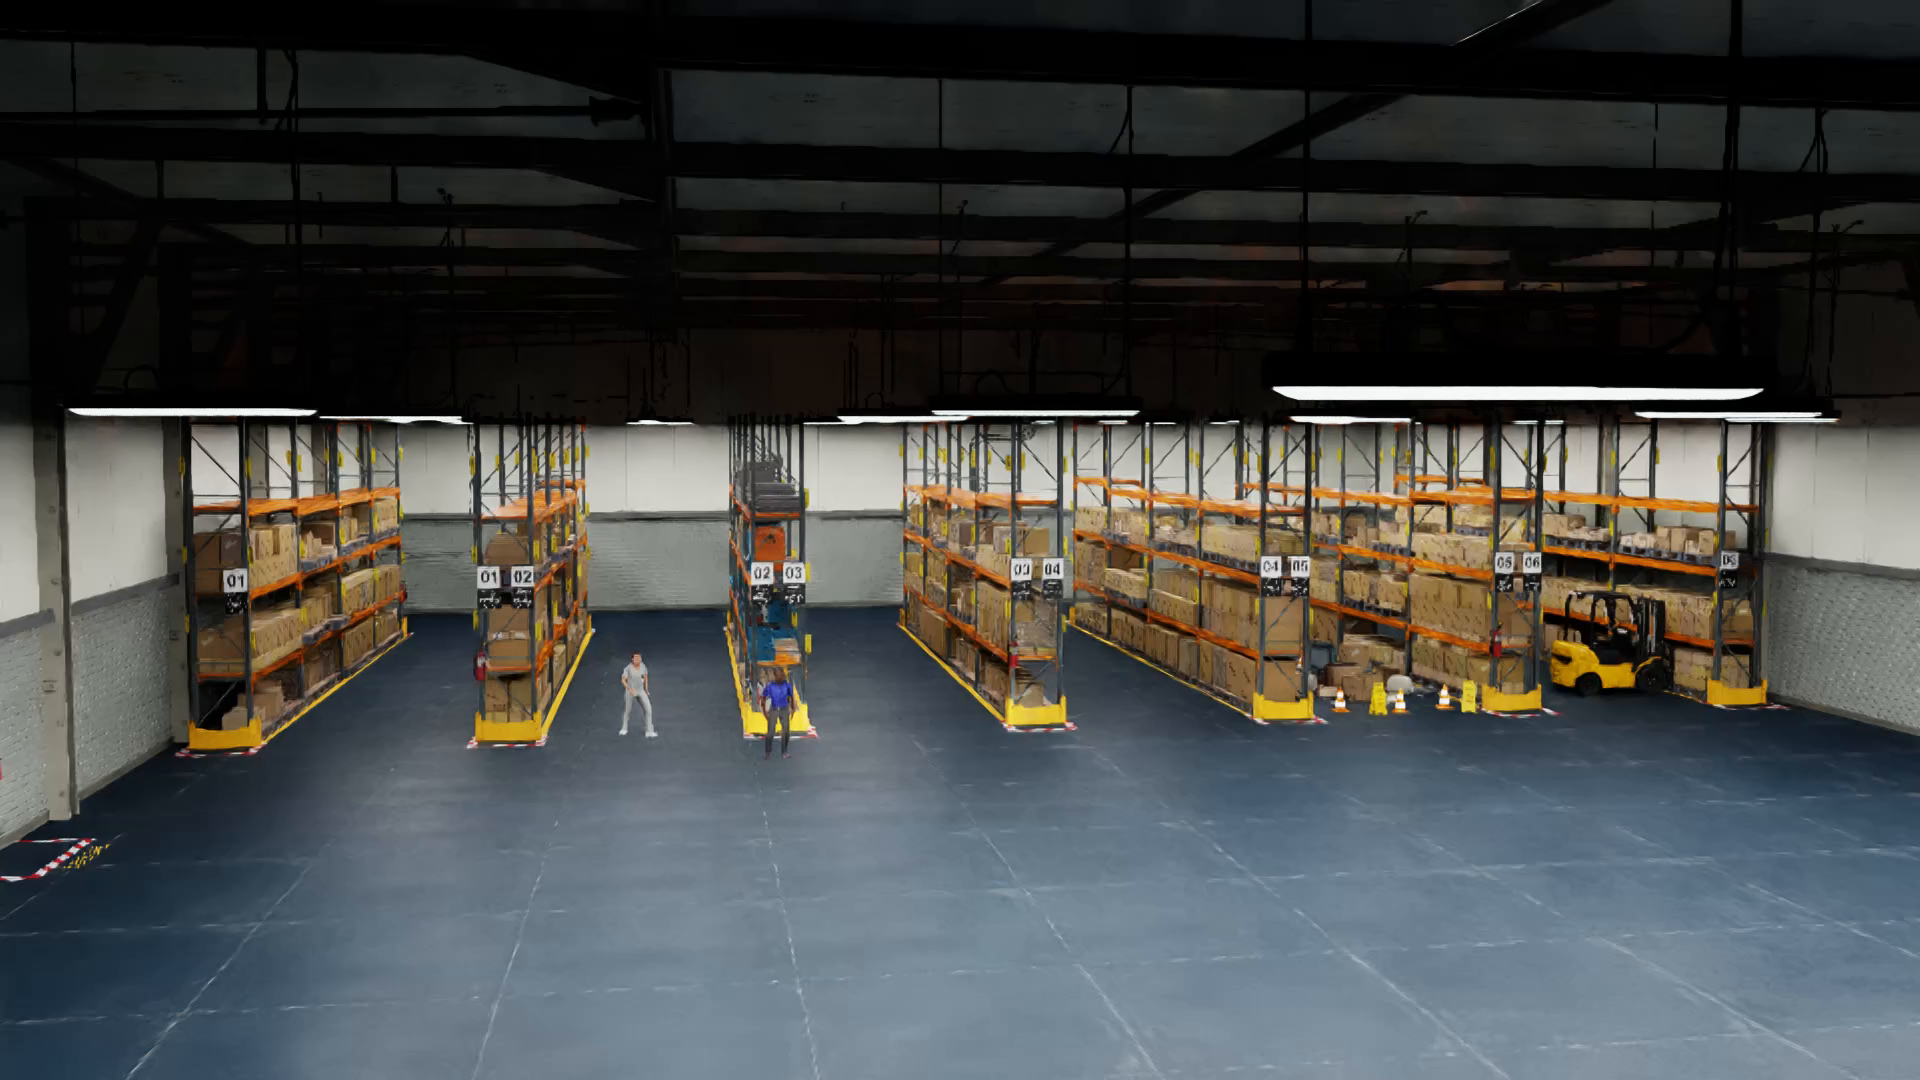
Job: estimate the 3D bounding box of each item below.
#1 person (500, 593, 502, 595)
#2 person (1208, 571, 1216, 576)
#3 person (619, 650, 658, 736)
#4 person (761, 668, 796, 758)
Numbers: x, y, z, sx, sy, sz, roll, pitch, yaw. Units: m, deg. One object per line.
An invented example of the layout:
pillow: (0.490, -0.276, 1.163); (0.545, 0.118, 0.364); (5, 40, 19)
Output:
person: (-11.976, 1.932, 43.527); (0.682, 1.676, 0.535); (-1, 4, -11)
person: (7.243, 1.698, 47.661); (0.360, 1.554, 0.530); (0, 4, -5)
person: (-5.993, 2.818, 30.757); (0.599, 1.602, 0.817); (-2, 4, -26)
person: (-3.131, 2.986, 28.677); (0.592, 1.590, 0.518); (-1, 4, -12)
